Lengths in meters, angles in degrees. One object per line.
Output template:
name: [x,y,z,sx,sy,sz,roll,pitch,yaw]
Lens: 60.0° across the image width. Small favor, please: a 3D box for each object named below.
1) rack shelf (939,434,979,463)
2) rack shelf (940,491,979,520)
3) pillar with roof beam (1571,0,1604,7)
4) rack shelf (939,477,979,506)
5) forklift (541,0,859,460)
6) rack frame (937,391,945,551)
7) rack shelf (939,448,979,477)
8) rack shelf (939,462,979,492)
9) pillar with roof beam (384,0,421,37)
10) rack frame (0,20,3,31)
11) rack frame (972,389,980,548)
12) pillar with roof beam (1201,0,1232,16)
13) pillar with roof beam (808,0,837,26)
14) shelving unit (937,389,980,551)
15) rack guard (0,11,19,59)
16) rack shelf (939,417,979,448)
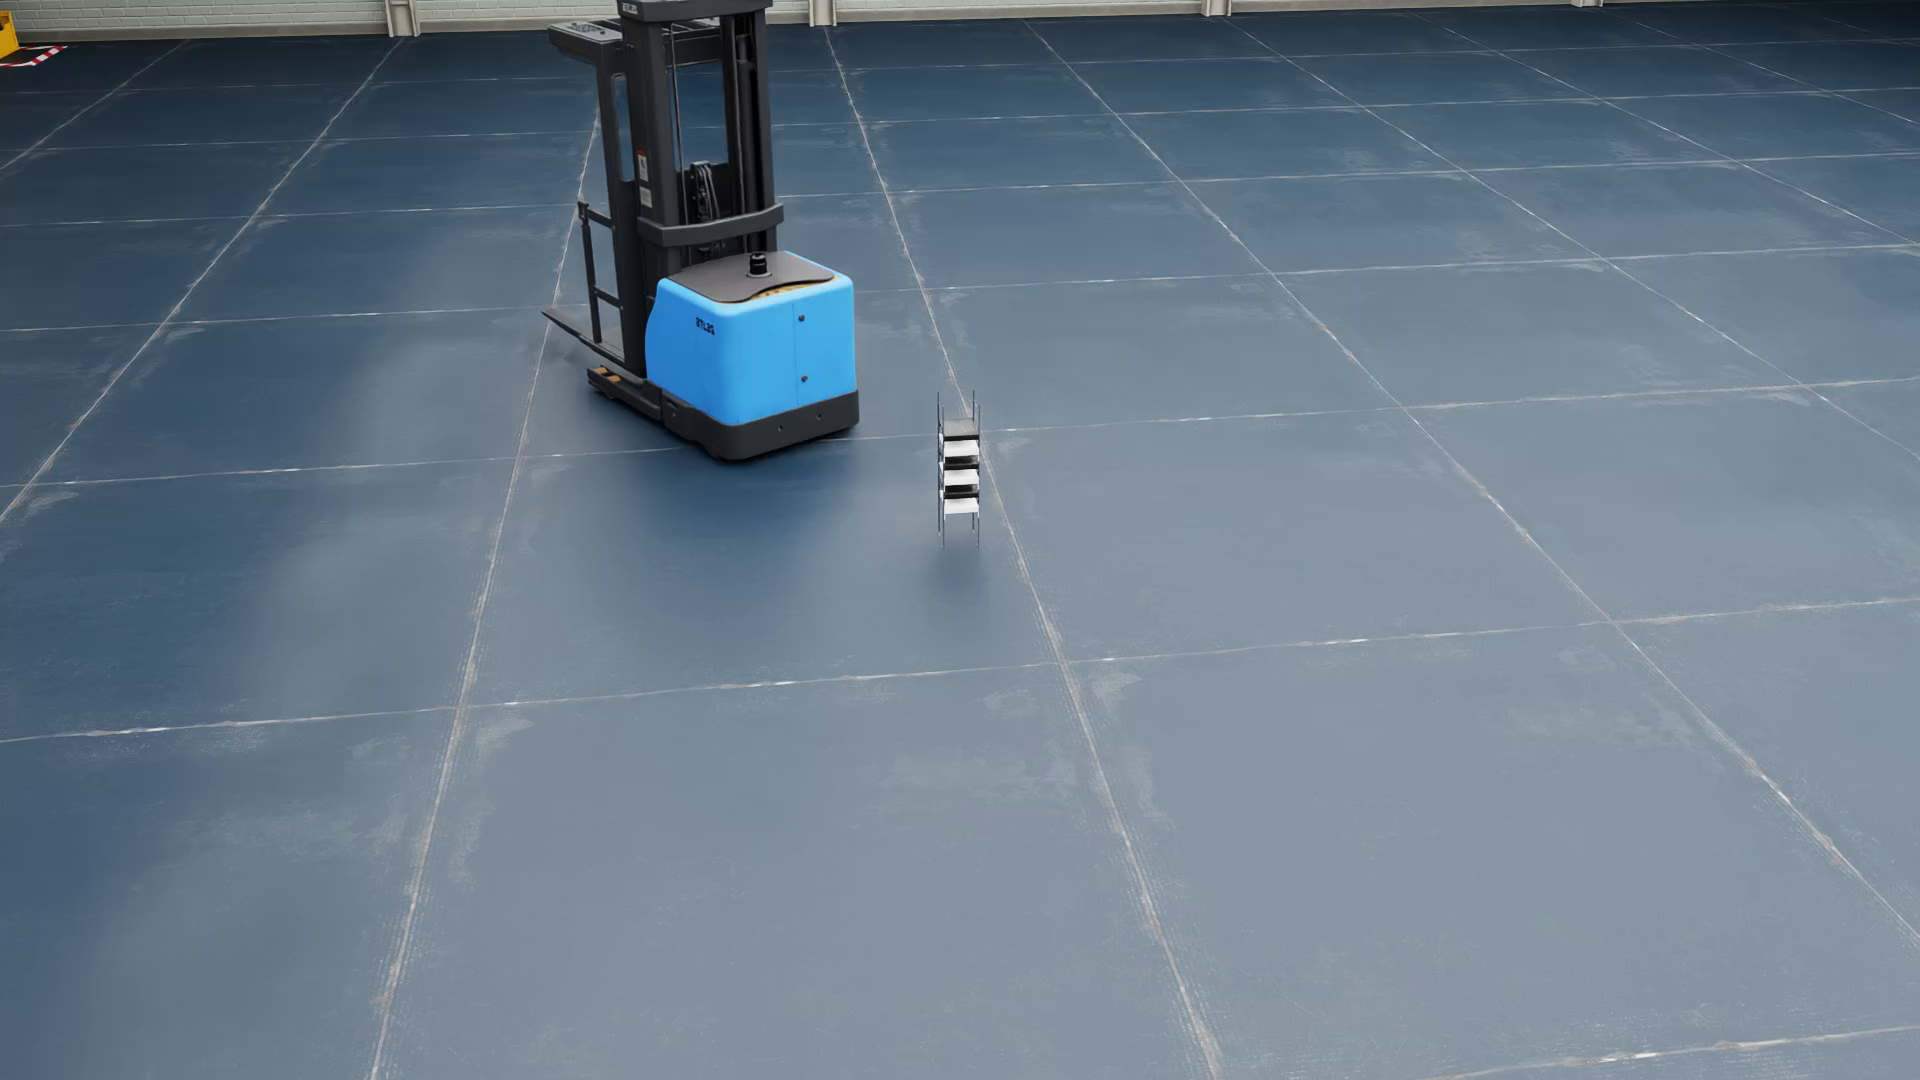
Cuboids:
rack shelf: [-0.008,-0.530,9.477,0.200,0.077,0.258,-4,27,-7]
rack shelf: [-0.008,-0.210,9.641,0.200,0.077,0.258,-4,27,-7]
pillar with roof beam: [10.447,-10.471,20.300,0.400,9.000,9.100,-4,27,-7]
rack shelf: [-0.008,-0.290,9.600,0.200,0.077,0.258,-4,27,-7]
forklift: [-1.988,-2.418,11.252,1.130,2.935,3.031,-20,33,-34]
rack frame: [-0.109,-0.393,9.531,0.006,0.900,0.240,-4,27,-7]
rack shelf: [-0.008,-0.450,9.518,0.200,0.077,0.258,-4,27,-7]
rack shelf: [-0.008,-0.370,9.559,0.200,0.077,0.258,-4,27,-7]
pillar with roof beam: [-7.378,-9.326,18.068,0.400,9.000,9.100,-4,27,-7]
rack frame: [-13.104,-7.858,21.779,0.127,3.000,1.000,-4,27,-7]
rack frame: [0.093,-0.406,9.556,0.006,0.900,0.240,-4,27,-7]
pillar with roof beam: [4.505,-10.089,19.556,0.400,9.000,9.100,-4,27,-7]
pillar with roof beam: [-1.436,-9.708,18.812,0.400,9.000,9.100,-4,27,-7]
shelving unit: [-0.008,-0.400,9.544,0.210,0.900,0.258,-4,27,-7]
rack guard: [-13.080,-6.748,22.353,0.348,0.500,1.175,-4,27,-7]
rack shelf: [-0.008,-0.610,9.436,0.200,0.077,0.258,-4,27,-7]
